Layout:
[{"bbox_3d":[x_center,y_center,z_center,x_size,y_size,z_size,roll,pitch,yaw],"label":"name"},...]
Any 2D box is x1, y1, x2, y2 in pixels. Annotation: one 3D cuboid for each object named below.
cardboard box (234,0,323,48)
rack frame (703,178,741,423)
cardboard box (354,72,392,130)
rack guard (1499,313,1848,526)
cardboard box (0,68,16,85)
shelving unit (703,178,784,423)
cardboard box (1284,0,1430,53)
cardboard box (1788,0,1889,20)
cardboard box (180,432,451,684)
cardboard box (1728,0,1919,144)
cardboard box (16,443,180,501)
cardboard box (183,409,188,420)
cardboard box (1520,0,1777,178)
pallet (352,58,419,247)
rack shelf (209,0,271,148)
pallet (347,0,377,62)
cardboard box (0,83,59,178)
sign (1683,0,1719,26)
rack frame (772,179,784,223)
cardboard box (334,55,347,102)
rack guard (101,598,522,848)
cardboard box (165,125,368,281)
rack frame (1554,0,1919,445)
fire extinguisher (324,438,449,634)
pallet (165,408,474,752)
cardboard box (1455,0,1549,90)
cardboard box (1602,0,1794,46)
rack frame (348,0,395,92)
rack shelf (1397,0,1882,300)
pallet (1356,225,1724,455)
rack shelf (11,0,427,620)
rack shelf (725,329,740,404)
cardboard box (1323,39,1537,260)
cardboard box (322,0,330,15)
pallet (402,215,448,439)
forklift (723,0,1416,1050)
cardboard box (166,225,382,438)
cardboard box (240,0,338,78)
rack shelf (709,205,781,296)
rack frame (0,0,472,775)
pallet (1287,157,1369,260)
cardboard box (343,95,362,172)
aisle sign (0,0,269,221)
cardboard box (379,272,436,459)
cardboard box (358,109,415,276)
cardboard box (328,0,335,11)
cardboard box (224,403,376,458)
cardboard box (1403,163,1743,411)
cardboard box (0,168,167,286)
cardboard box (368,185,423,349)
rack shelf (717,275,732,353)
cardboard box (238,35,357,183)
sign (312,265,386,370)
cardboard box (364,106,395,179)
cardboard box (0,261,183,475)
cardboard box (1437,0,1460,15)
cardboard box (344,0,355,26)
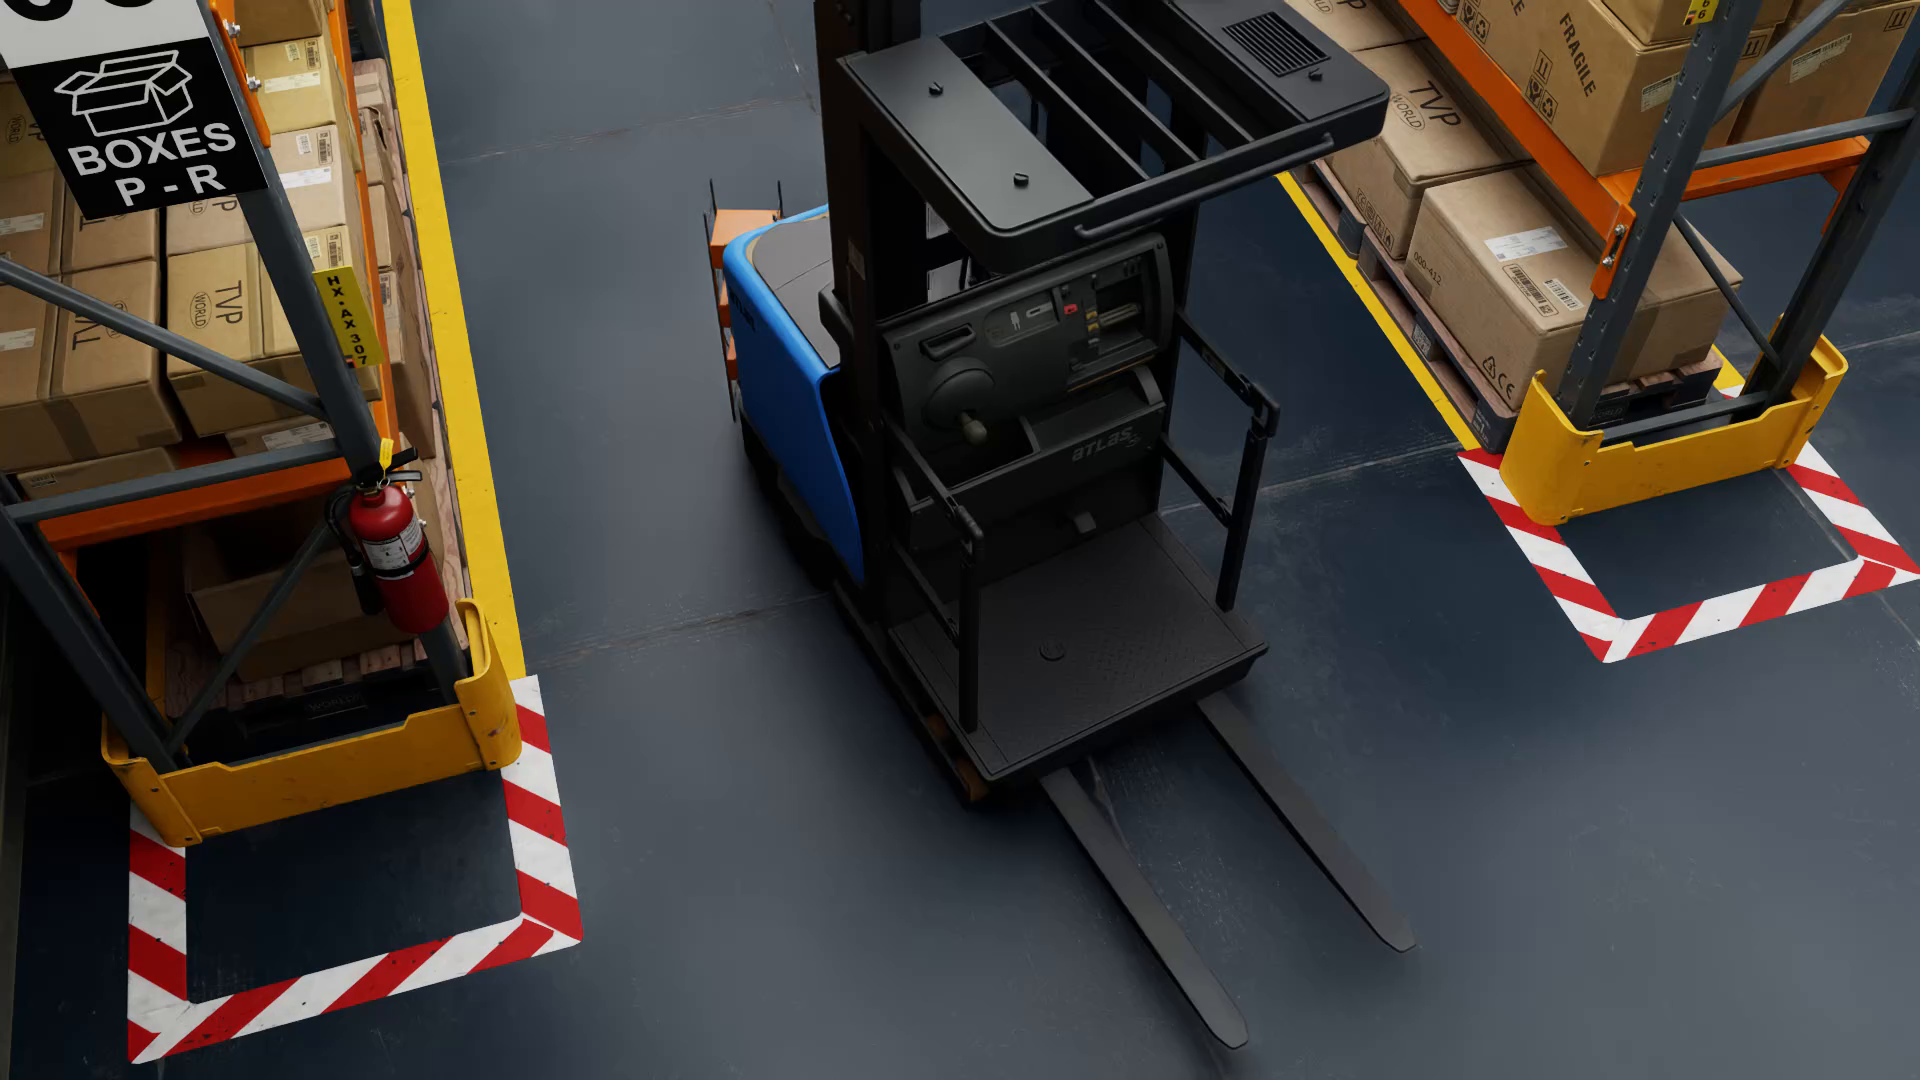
[{"bbox_3d":[-2.379,-1.932,5.330,0.500,0.500,0.500,-12,51,-10],"label":"cardboard box"},{"bbox_3d":[-0.898,-0.884,6.308,0.008,1.050,0.200,1,50,1],"label":"rack frame"},{"bbox_3d":[-2.796,-1.953,7.524,0.380,0.149,0.250,-15,51,-12],"label":"cardboard box"},{"bbox_3d":[2.689,-0.457,6.308,1.175,0.500,0.348,-13,51,-11],"label":"rack guard"},{"bbox_3d":[-2.896,-1.600,5.541,0.500,0.250,0.500,-13,51,-11],"label":"cardboard box"},{"bbox_3d":[-0.776,-0.881,6.306,0.252,1.050,0.215,1,50,1],"label":"shelving unit"},{"bbox_3d":[1.848,-2.375,7.691,0.875,0.438,0.875,-15,51,-12],"label":"cardboard box"},{"bbox_3d":[2.812,-2.050,5.297,0.500,0.500,0.500,-14,51,-12],"label":"cardboard box"},{"bbox_3d":[-2.149,0.046,5.608,0.797,0.503,0.637,-15,52,-12],"label":"cardboard box"},{"bbox_3d":[2.814,-1.728,5.680,0.500,0.500,0.500,-14,51,-11],"label":"cardboard box"},{"bbox_3d":[-2.413,-0.256,4.668,0.380,0.149,0.250,-14,51,-11],"label":"cardboard box"},{"bbox_3d":[-2.429,-0.455,4.836,0.380,0.149,0.250,-12,51,-10],"label":"cardboard box"},{"bbox_3d":[2.287,-1.605,5.576,0.500,0.500,0.500,-13,51,-11],"label":"cardboard box"},{"bbox_3d":[-3.039,-1.676,7.525,1.003,0.211,1.213,-13,51,-11],"label":"pallet"},{"bbox_3d":[-2.650,-2.351,4.779,1.077,0.370,4.000,-13,51,-11],"label":"rack shelf"},{"bbox_3d":[-3.518,-2.764,8.442,1.003,0.211,1.213,-13,51,-11],"label":"pallet"},{"bbox_3d":[-2.741,-1.218,5.219,0.500,0.250,0.500,-12,51,-10],"label":"cardboard box"},{"bbox_3d":[2.160,-1.617,4.739,0.100,0.325,0.005,-13,51,-11],"label":"sign"},{"bbox_3d":[-0.654,-0.879,6.304,0.008,1.050,0.200,1,50,1],"label":"rack frame"},{"bbox_3d":[-2.325,-1.516,5.731,0.380,0.149,0.250,-12,51,-10],"label":"cardboard box"},{"bbox_3d":[-2.081,0.595,5.422,1.175,0.500,0.348,-13,51,-11],"label":"rack guard"},{"bbox_3d":[-2.085,-0.963,5.004,0.500,0.250,0.500,-13,51,-11],"label":"cardboard box"},{"bbox_3d":[2.682,-1.280,5.368,1.000,3.000,0.127,-13,51,-11],"label":"rack frame"},{"bbox_3d":[-1.574,-0.007,4.589,0.296,0.674,0.183,-13,51,-11],"label":"fire extinguisher"},{"bbox_3d":[-2.318,0.106,6.023,1.003,0.211,1.213,-13,51,-11],"label":"pallet"},{"bbox_3d":[2.152,-1.975,5.888,0.500,0.500,0.500,-14,51,-12],"label":"cardboard box"},{"bbox_3d":[2.312,-1.933,5.198,0.500,0.500,0.500,-12,51,-10],"label":"cardboard box"},{"bbox_3d":[-3.241,-3.077,6.882,1.000,3.000,0.127,-13,51,-11],"label":"rack frame"},{"bbox_3d":[2.091,-2.509,6.874,1.077,0.370,4.000,-13,51,-11],"label":"rack shelf"},{"bbox_3d":[2.371,-0.948,6.911,1.003,0.211,1.213,-13,51,-11],"label":"pallet"},{"bbox_3d":[-2.650,-1.384,5.926,1.077,0.370,4.000,-13,51,-11],"label":"rack shelf"},{"bbox_3d":[-0.777,-0.695,6.526,0.240,0.259,0.215,1,50,1],"label":"rack shelf"},{"bbox_3d":[2.113,-1.716,7.136,0.875,0.438,0.875,-12,51,-10],"label":"cardboard box"},{"bbox_3d":[-2.561,-2.078,5.943,0.500,0.250,0.500,-14,51,-11],"label":"cardboard box"},{"bbox_3d":[-2.675,-0.784,6.773,1.003,0.211,1.213,-13,51,-11],"label":"pallet"},{"bbox_3d":[0.326,-0.482,4.740,1.130,2.935,3.031,-23,54,-18],"label":"forklift"},{"bbox_3d":[-1.935,-0.595,4.693,0.500,0.250,0.500,-13,51,-11],"label":"cardboard box"},{"bbox_3d":[-2.409,-1.702,5.626,0.500,0.250,0.500,-15,51,-12],"label":"cardboard box"},{"bbox_3d":[-0.775,-1.058,6.097,0.240,0.259,0.215,1,50,1],"label":"rack shelf"},{"bbox_3d":[-2.059,-0.155,4.419,1.000,3.000,0.127,-13,51,-11],"label":"rack frame"},{"bbox_3d":[2.014,-1.837,7.661,1.003,0.211,1.213,-13,51,-11],"label":"pallet"},{"bbox_3d":[-2.227,-1.329,5.573,0.380,0.149,0.250,-15,51,-12],"label":"cardboard box"},{"bbox_3d":[-1.758,-1.010,3.439,0.394,0.787,0.004,-13,51,-11],"label":"aisle sign"},{"bbox_3d":[-2.365,-0.586,6.143,0.700,0.500,0.500,-11,51,-9],"label":"cardboard box"},{"bbox_3d":[-2.672,-1.345,6.782,0.700,0.500,0.500,-15,52,-12],"label":"cardboard box"},{"bbox_3d":[-2.554,-2.073,6.200,0.380,0.149,0.250,-14,51,-12],"label":"cardboard box"},{"bbox_3d":[-1.894,-0.377,4.770,0.380,0.149,0.250,-14,51,-11],"label":"cardboard box"},{"bbox_3d":[2.391,-1.049,6.574,0.875,0.438,0.875,-15,51,-12],"label":"cardboard box"},{"bbox_3d":[-2.599,-0.856,4.913,0.500,0.250,0.500,-13,51,-11],"label":"cardboard box"},{"bbox_3d":[-2.425,-0.995,6.487,0.500,0.500,0.500,-12,51,-10],"label":"cardboard box"},{"bbox_3d":[-0.776,-0.875,6.314,0.240,0.259,0.215,1,50,1],"label":"rack shelf"},{"bbox_3d":[-2.238,-1.333,5.315,0.500,0.250,0.500,-14,51,-12],"label":"cardboard box"},{"bbox_3d":[-1.540,-0.557,4.192,0.100,0.325,0.005,-13,51,-11],"label":"sign"},{"bbox_3d":[-2.691,-1.730,7.260,0.396,0.266,0.258,-12,51,-10],"label":"cardboard box"},{"bbox_3d":[-2.448,-0.479,4.595,0.500,0.250,0.500,-12,51,-10],"label":"cardboard box"},{"bbox_3d":[1.991,-2.349,6.203,0.500,0.500,0.500,-12,51,-10],"label":"cardboard box"},{"bbox_3d":[-3.170,-2.811,8.018,0.500,0.500,0.500,-11,51,-9],"label":"cardboard box"}]
